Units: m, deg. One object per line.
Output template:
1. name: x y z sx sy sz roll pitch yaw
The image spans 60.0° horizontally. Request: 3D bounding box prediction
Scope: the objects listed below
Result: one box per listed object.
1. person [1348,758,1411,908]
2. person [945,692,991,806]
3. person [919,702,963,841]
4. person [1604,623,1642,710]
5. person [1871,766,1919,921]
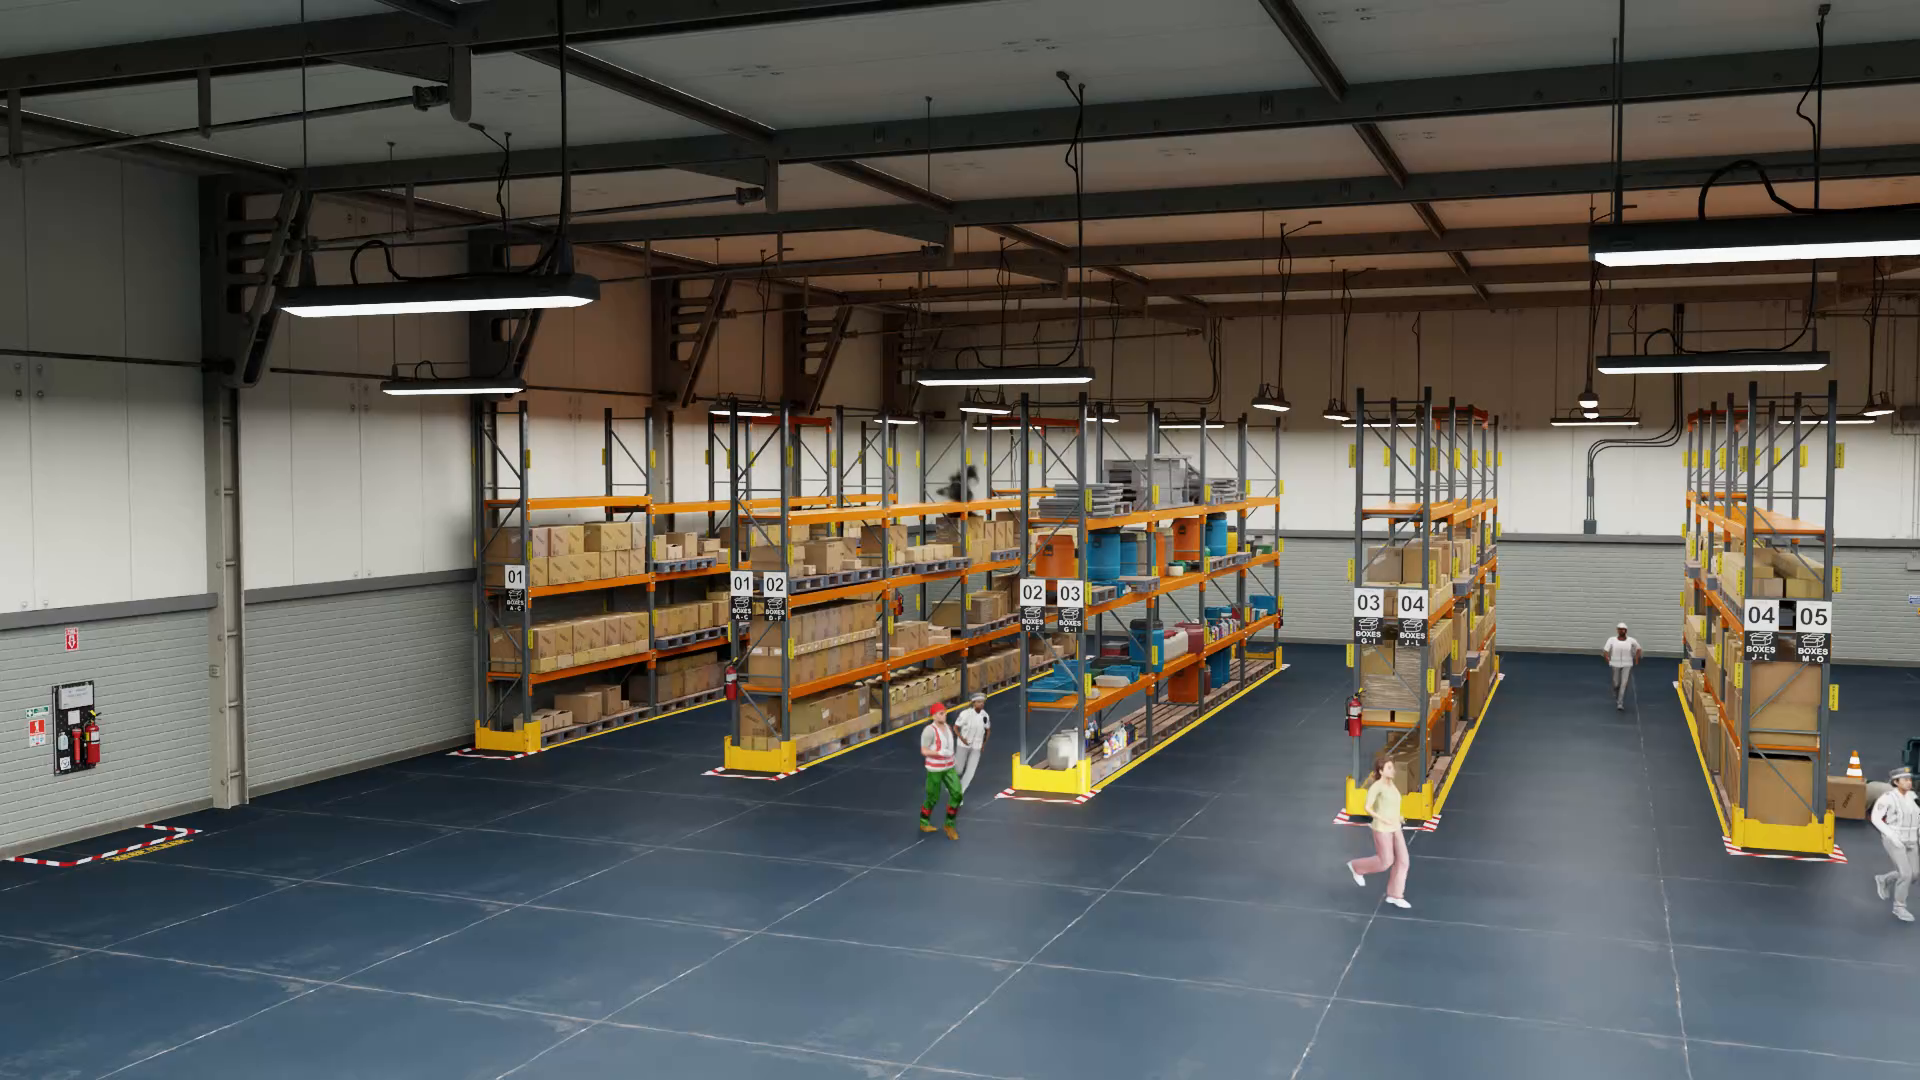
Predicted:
1. person: 4.777 3.275 18.800 0.579 1.654 0.791 -2 4 -41
2. person: 0.140 3.018 24.348 0.626 1.622 0.718 -1 3 -14
3. person: -0.262 3.049 21.878 0.630 1.836 0.764 -2 4 -41
4. person: 13.281 2.531 33.347 0.711 1.737 0.839 1 3 23
5. person: 10.284 3.291 18.271 0.645 1.659 0.587 -1 3 -16
